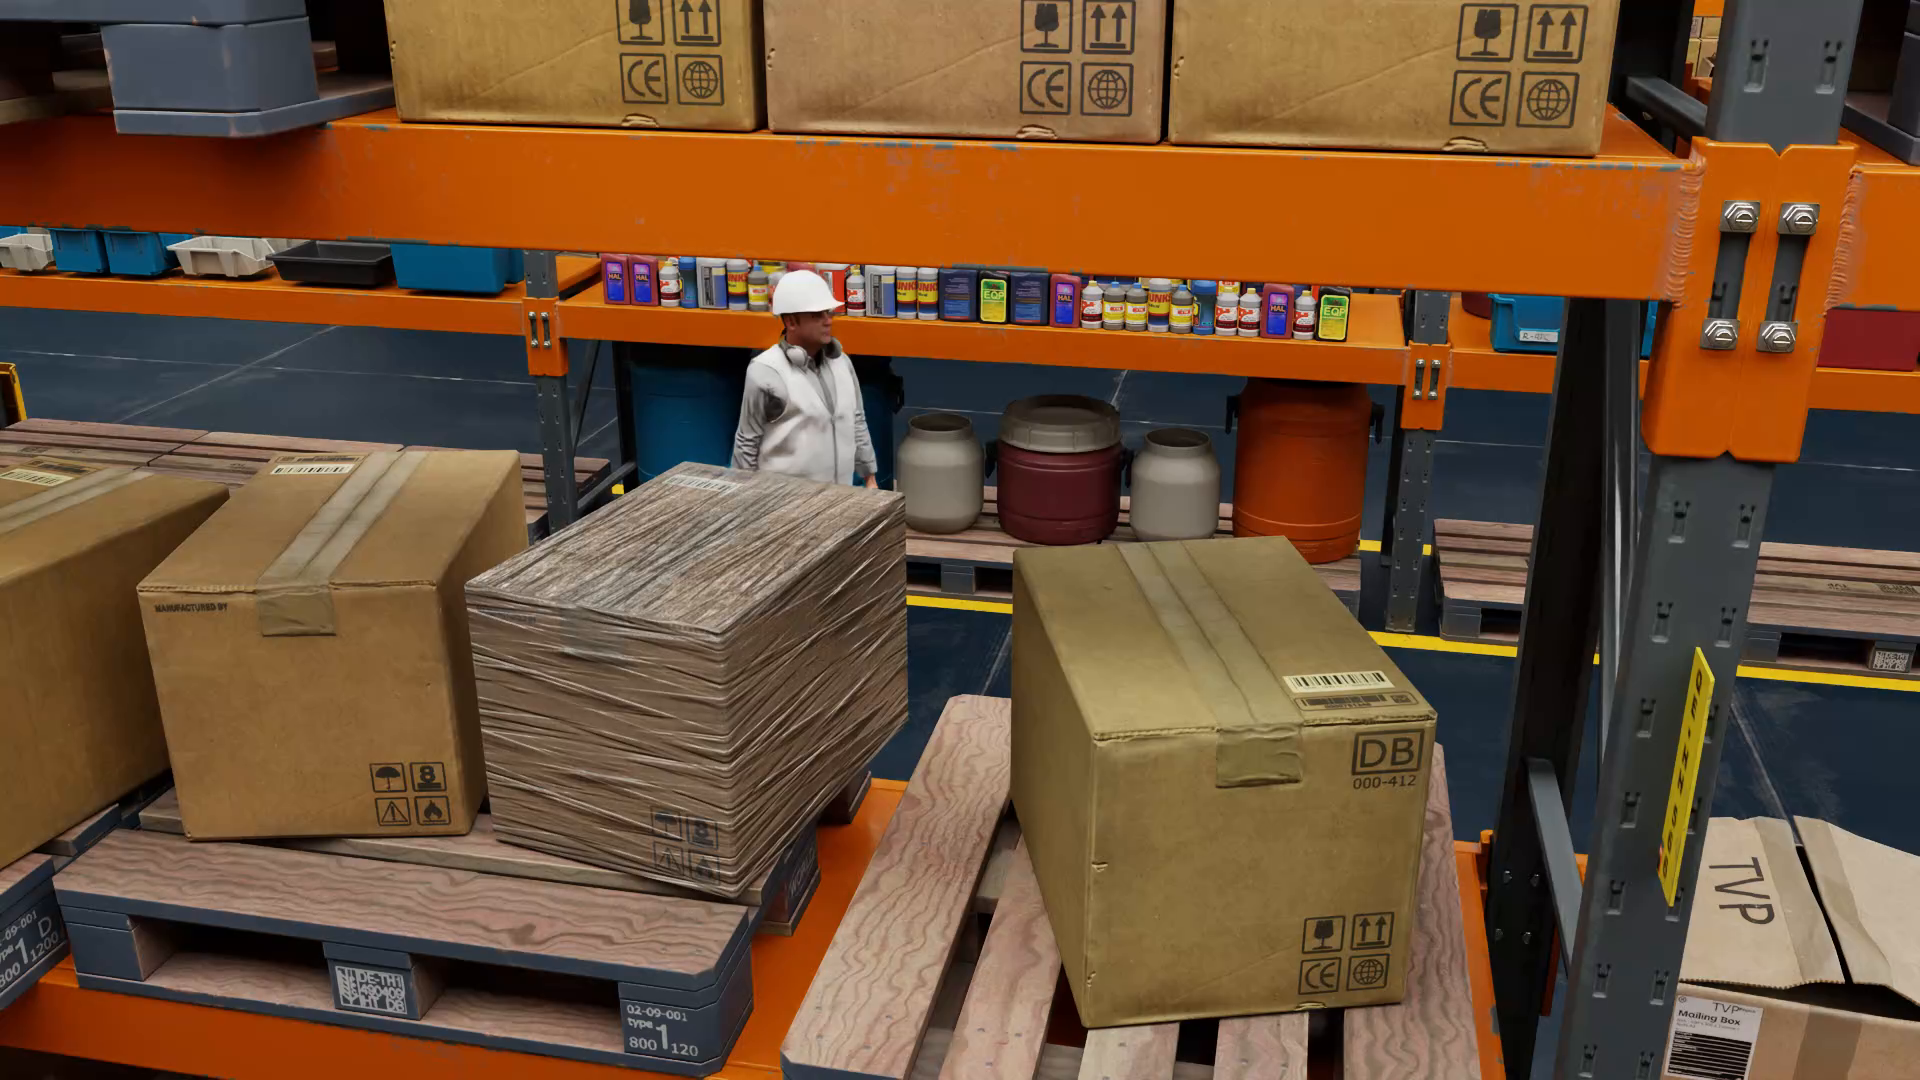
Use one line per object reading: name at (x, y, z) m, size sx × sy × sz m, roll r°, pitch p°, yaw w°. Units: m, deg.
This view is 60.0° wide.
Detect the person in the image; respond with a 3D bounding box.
person at (-0.571, -0.206, 6.565) m, size 1.021 × 1.722 × 0.566 m, roll 15°, pitch 26°, yaw 34°
